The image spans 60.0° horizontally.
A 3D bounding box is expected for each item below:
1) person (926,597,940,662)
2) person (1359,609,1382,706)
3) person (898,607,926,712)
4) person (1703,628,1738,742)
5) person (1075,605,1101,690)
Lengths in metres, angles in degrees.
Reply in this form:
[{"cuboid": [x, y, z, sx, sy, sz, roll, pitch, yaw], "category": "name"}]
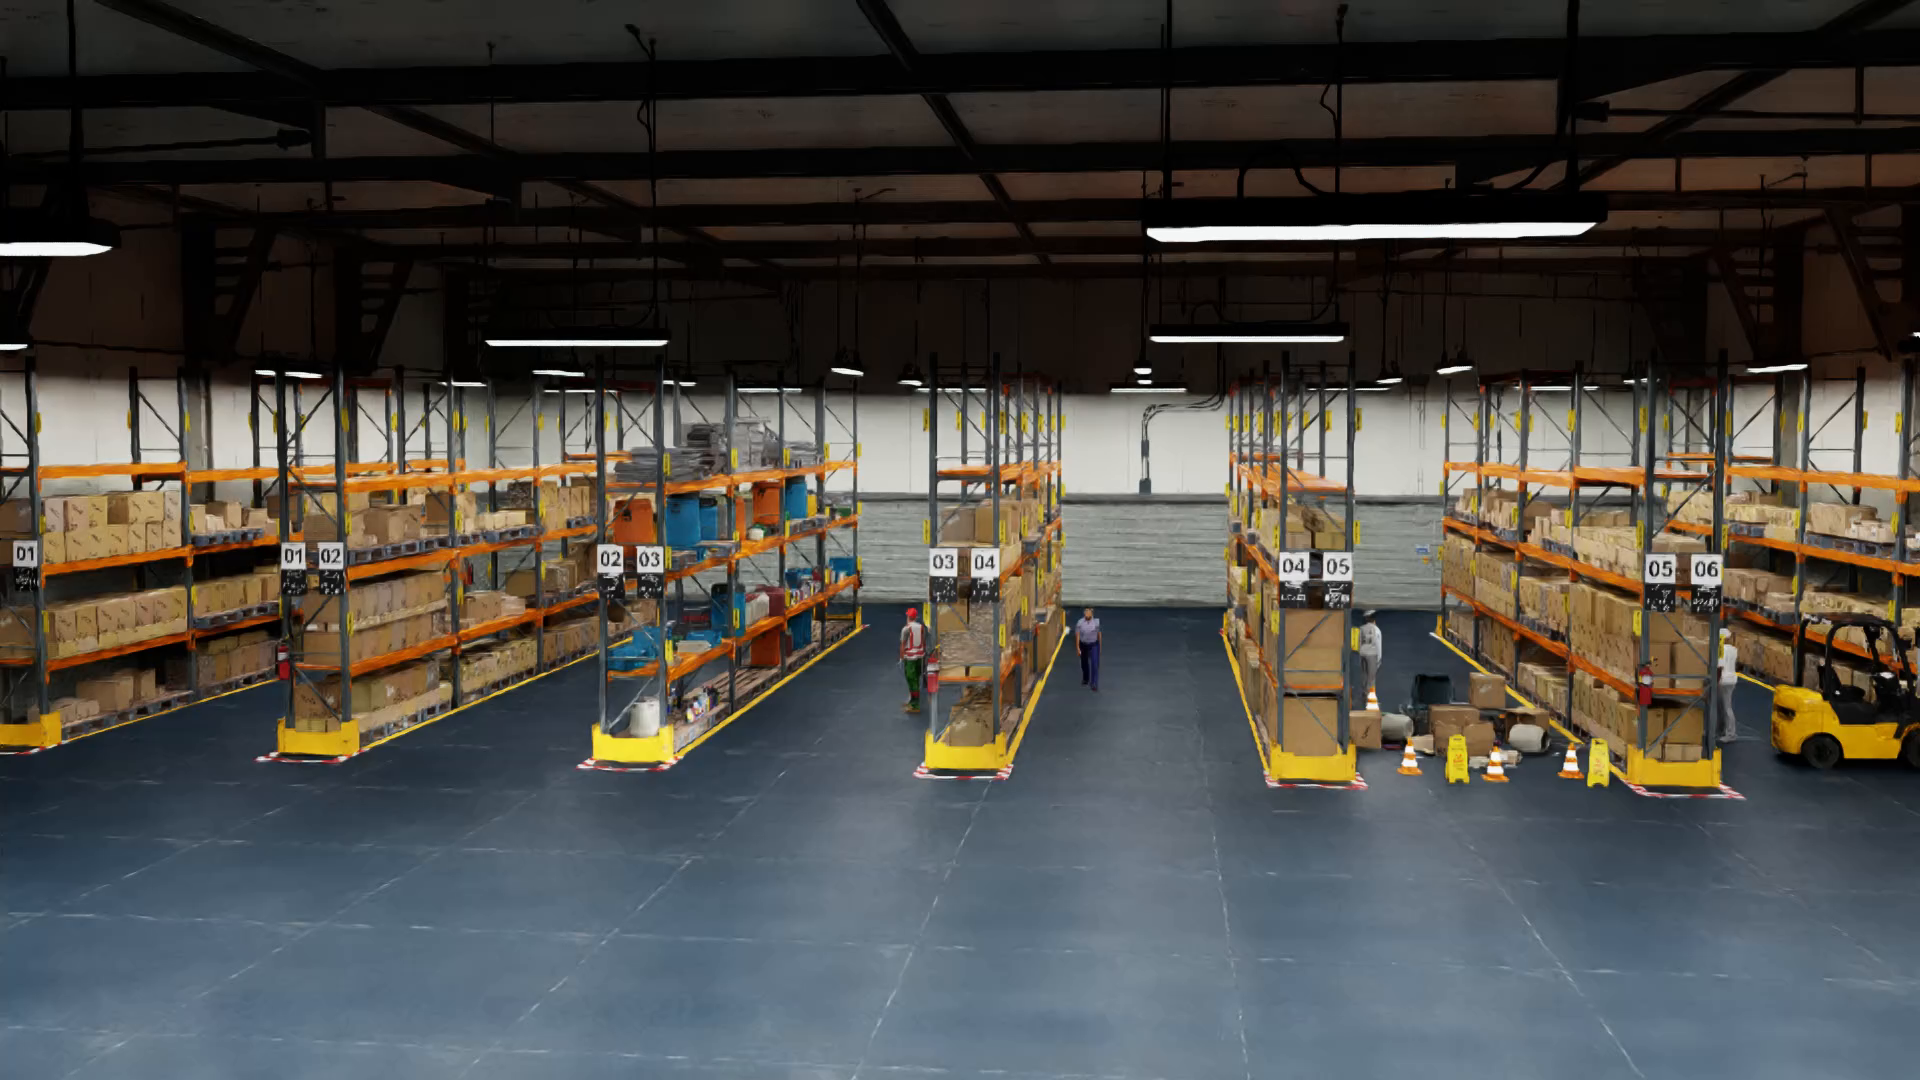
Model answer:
[{"cuboid": [-0.408, 1.730, 34.006, 0.598, 1.698, 1.194, 1, 4, 9], "category": "person"}, {"cuboid": [7.296, 2.069, 29.453, 0.409, 1.677, 0.532, -2, 4, -25], "category": "person"}, {"cuboid": [-0.845, 2.054, 28.865, 0.577, 1.782, 0.655, 3, 5, 37], "category": "person"}, {"cuboid": [11.971, 2.255, 26.171, 0.580, 1.763, 0.673, 3, 5, 39], "category": "person"}, {"cuboid": [2.401, 1.991, 31.201, 0.479, 1.550, 1.090, 1, 4, 9], "category": "person"}]
